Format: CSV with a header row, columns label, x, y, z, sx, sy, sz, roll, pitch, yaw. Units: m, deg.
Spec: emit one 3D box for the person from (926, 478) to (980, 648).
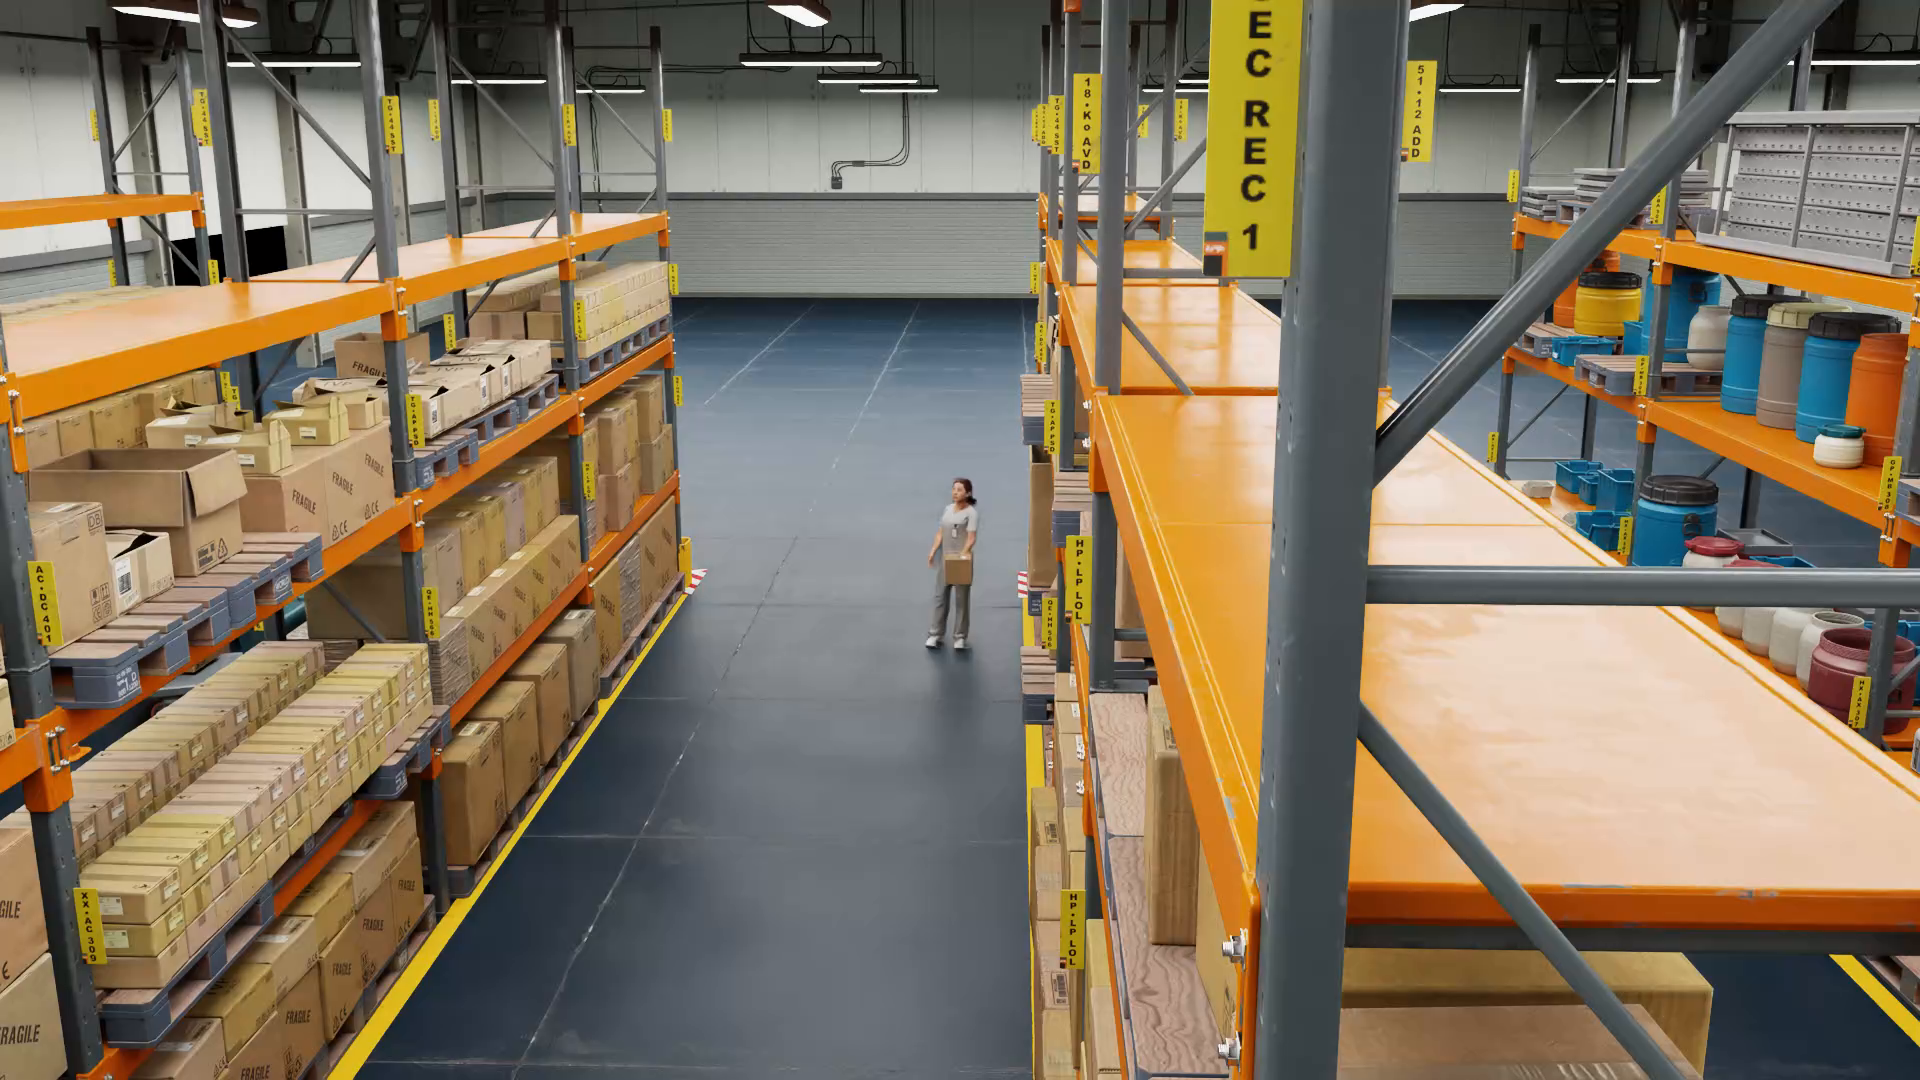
label,x,y,z,sx,sy,sz,roll,pitch,yaw
person,-0.055,0.227,16.302,0.487,1.673,0.530,11,18,38
